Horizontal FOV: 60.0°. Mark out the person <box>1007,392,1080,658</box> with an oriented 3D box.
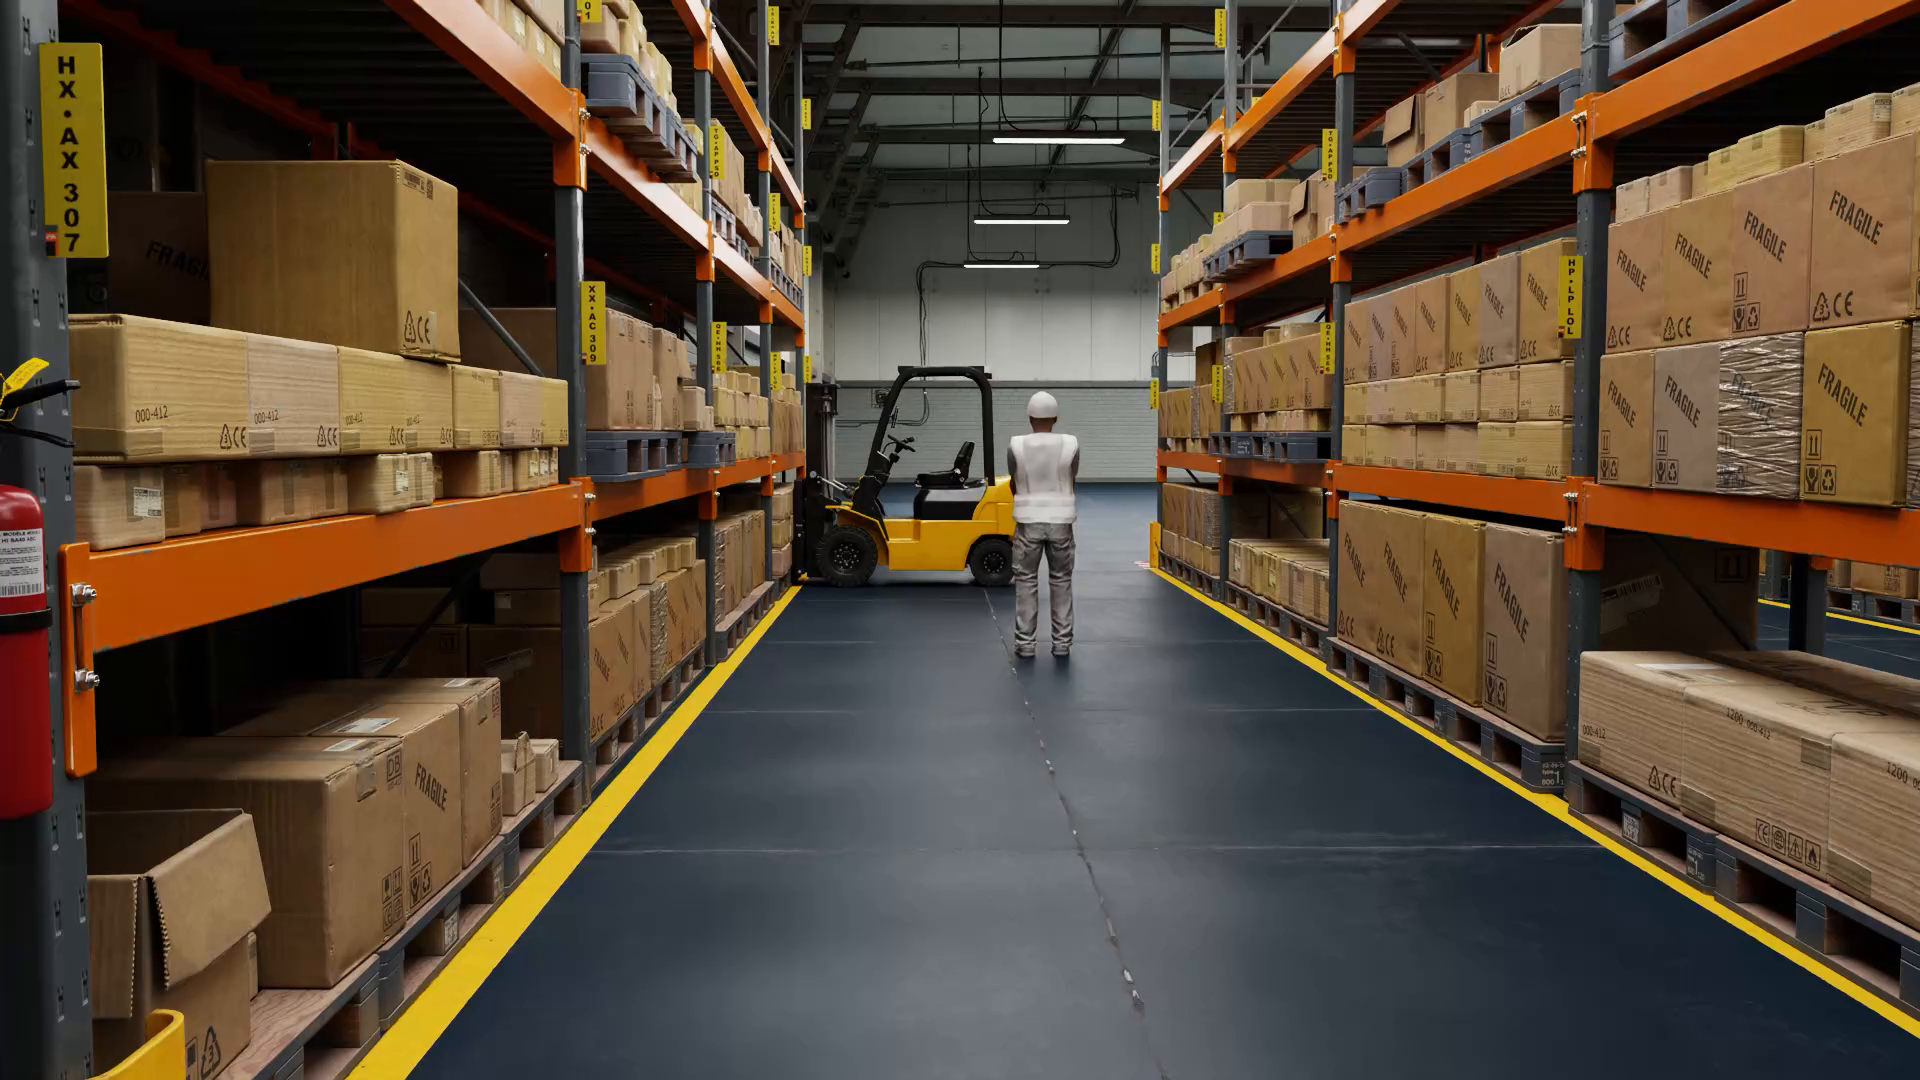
[{"bbox_3d":[0.554,-0.110,11.275,0.487,1.779,0.584,0,4,-1],"label":"person"}]
